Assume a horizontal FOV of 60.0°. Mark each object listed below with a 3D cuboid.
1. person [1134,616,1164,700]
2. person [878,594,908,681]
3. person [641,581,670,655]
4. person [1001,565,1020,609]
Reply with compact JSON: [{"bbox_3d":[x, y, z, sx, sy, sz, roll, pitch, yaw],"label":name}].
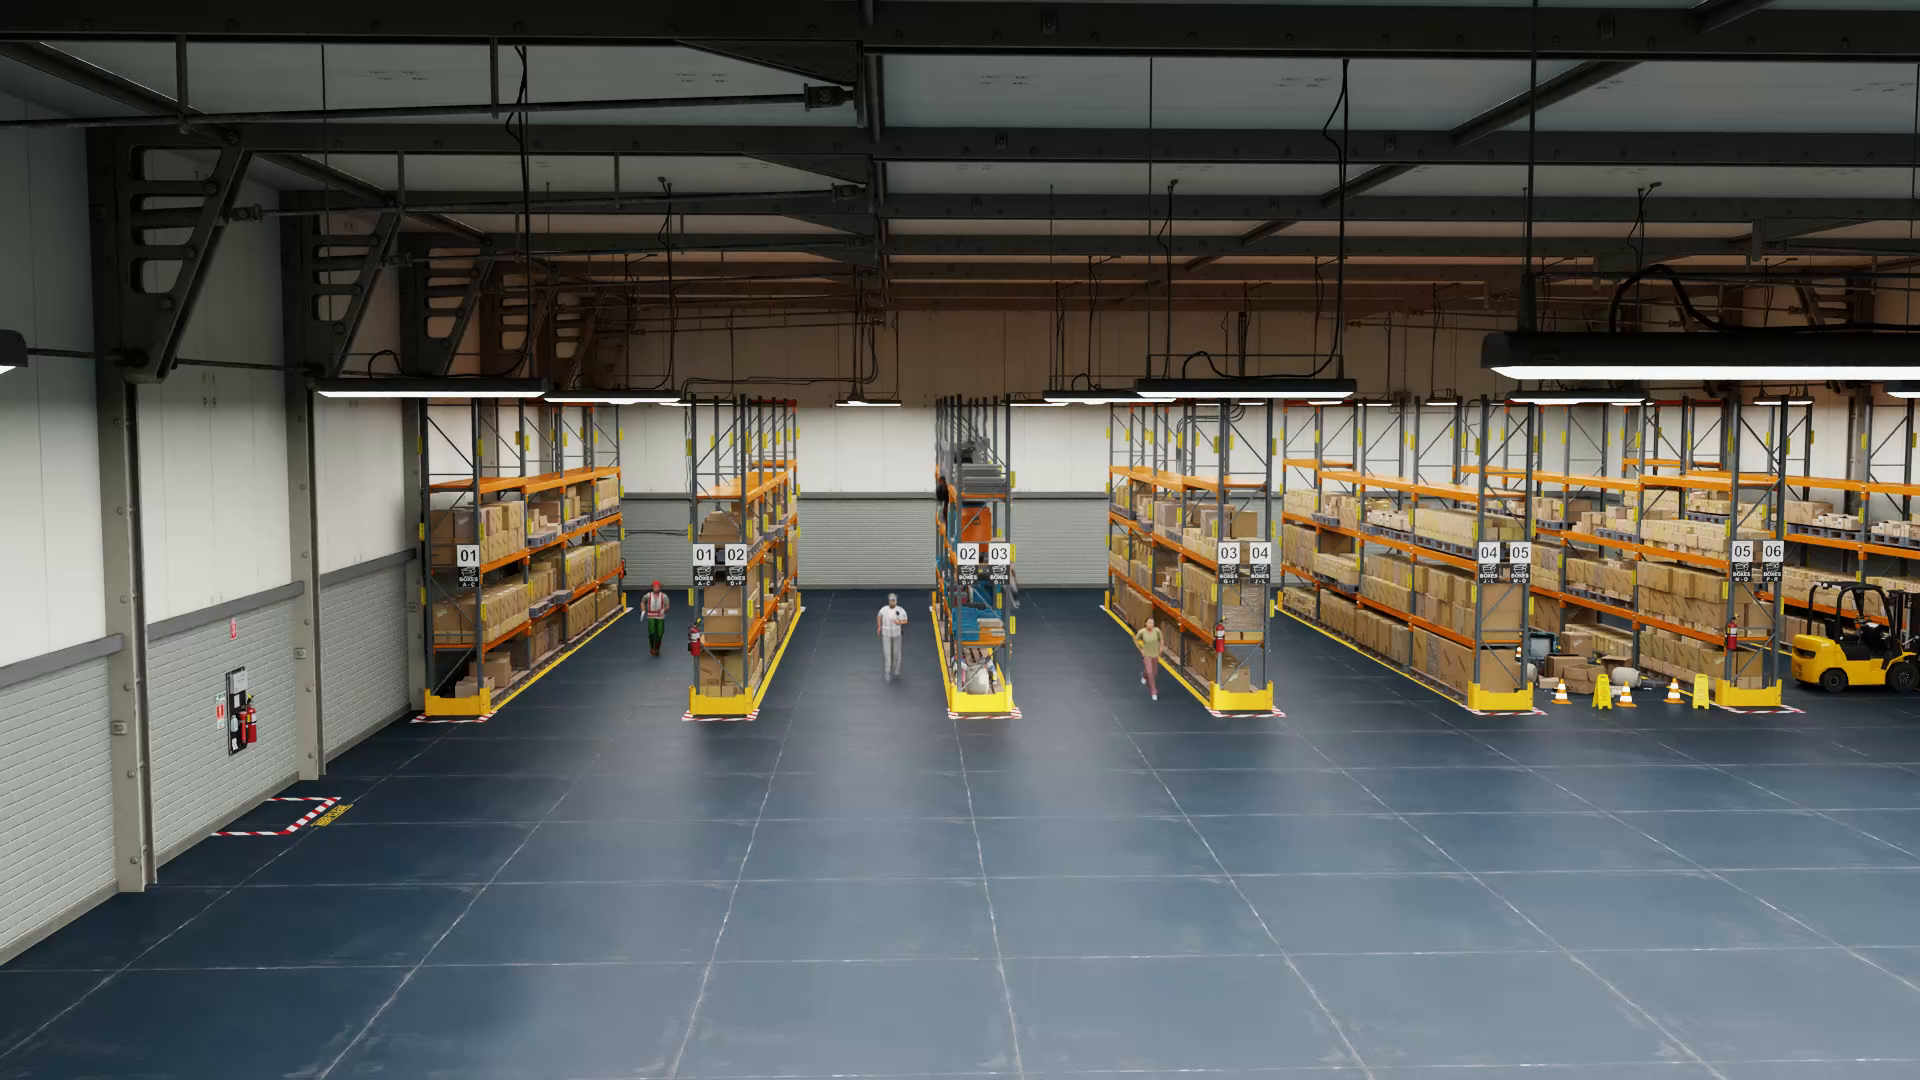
[{"bbox_3d":[3.755,2.324,33.134,0.587,1.656,0.896,-1,5,-10],"label":"person"},{"bbox_3d":[-1.437,2.030,35.381,0.653,1.799,0.921,0,4,0],"label":"person"},{"bbox_3d":[-7.028,1.810,38.385,0.654,1.739,0.739,-1,5,-15],"label":"person"},{"bbox_3d":[1.435,1.174,47.707,0.819,1.597,0.520,-2,5,-28],"label":"person"}]
